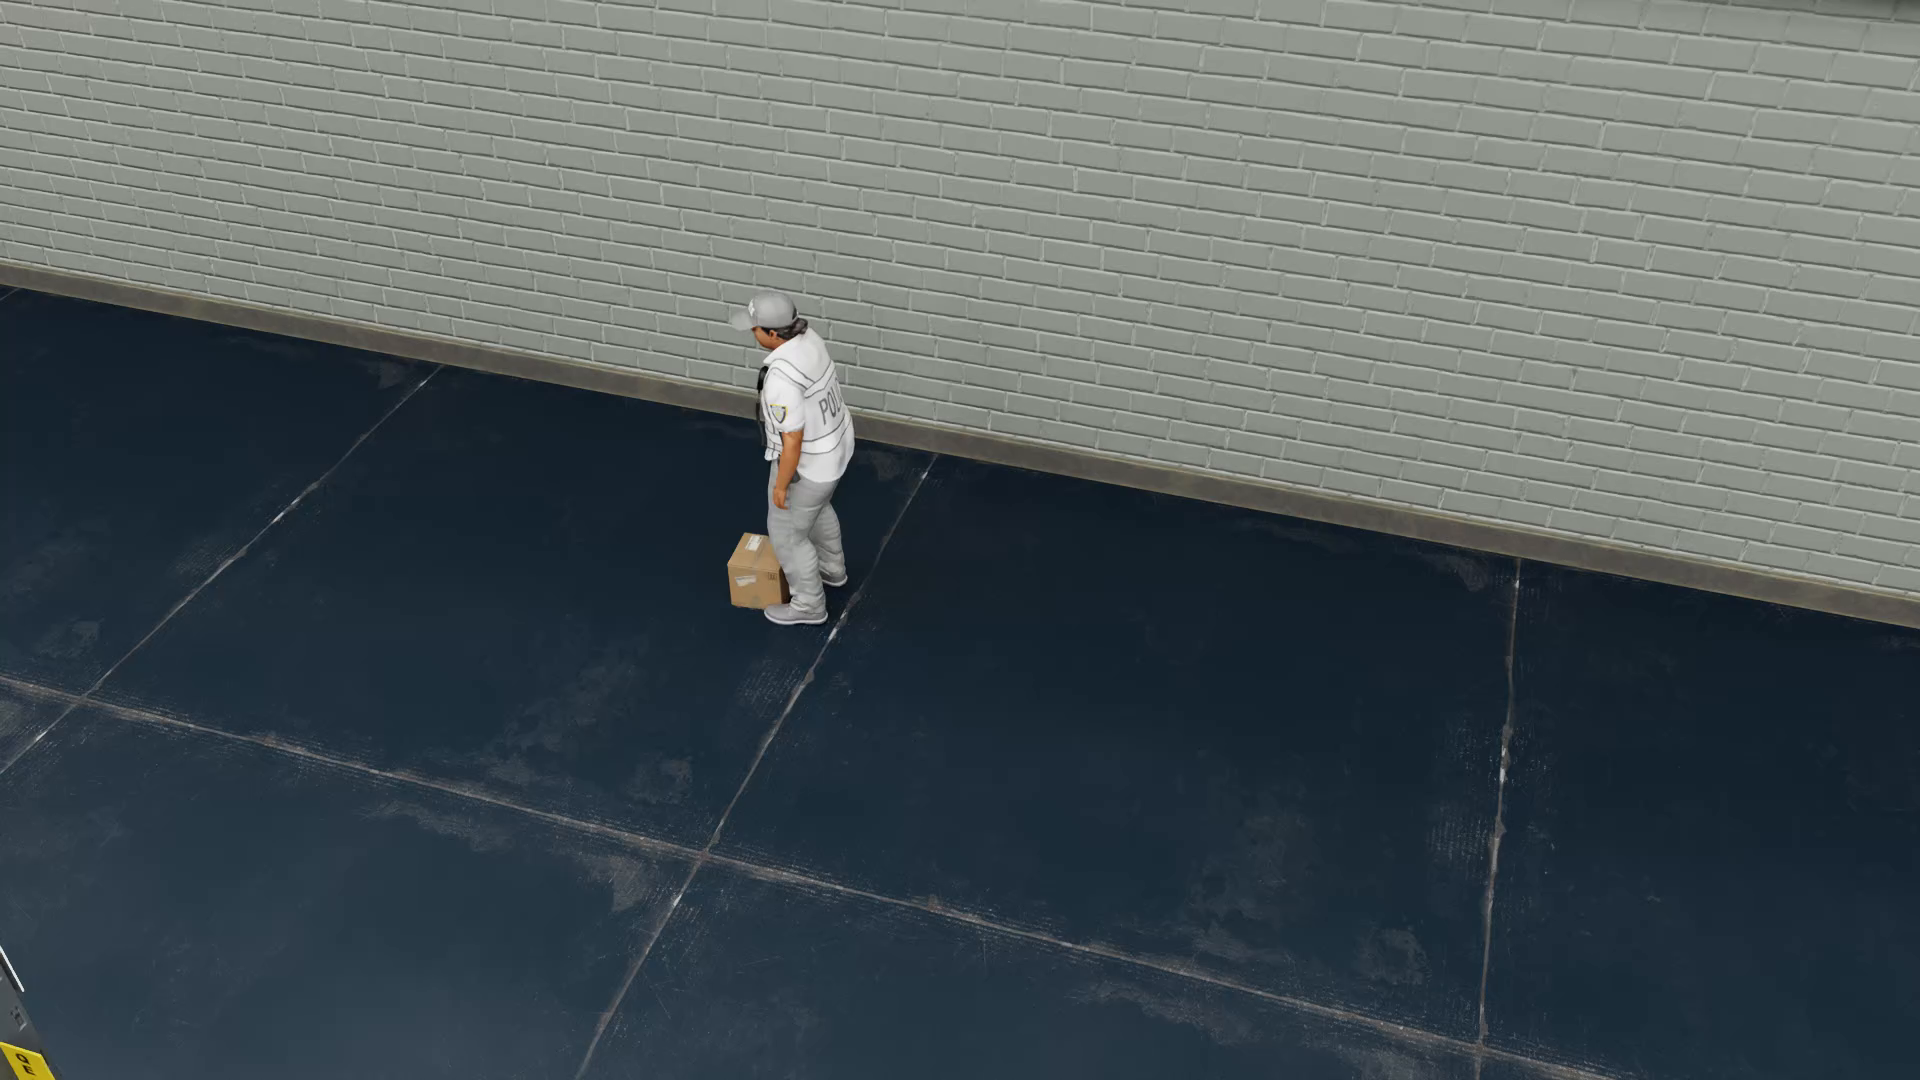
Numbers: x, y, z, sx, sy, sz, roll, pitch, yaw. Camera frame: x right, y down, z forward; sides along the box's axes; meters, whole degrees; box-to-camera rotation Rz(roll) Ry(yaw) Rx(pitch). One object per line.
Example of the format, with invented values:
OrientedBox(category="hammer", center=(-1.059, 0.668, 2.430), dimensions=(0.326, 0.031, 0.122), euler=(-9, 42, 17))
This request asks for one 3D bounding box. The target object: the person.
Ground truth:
OrientedBox(category="person", center=(-0.721, -0.372, 7.375), dimensions=(0.457, 1.665, 0.559), euler=(9, 38, 11))
